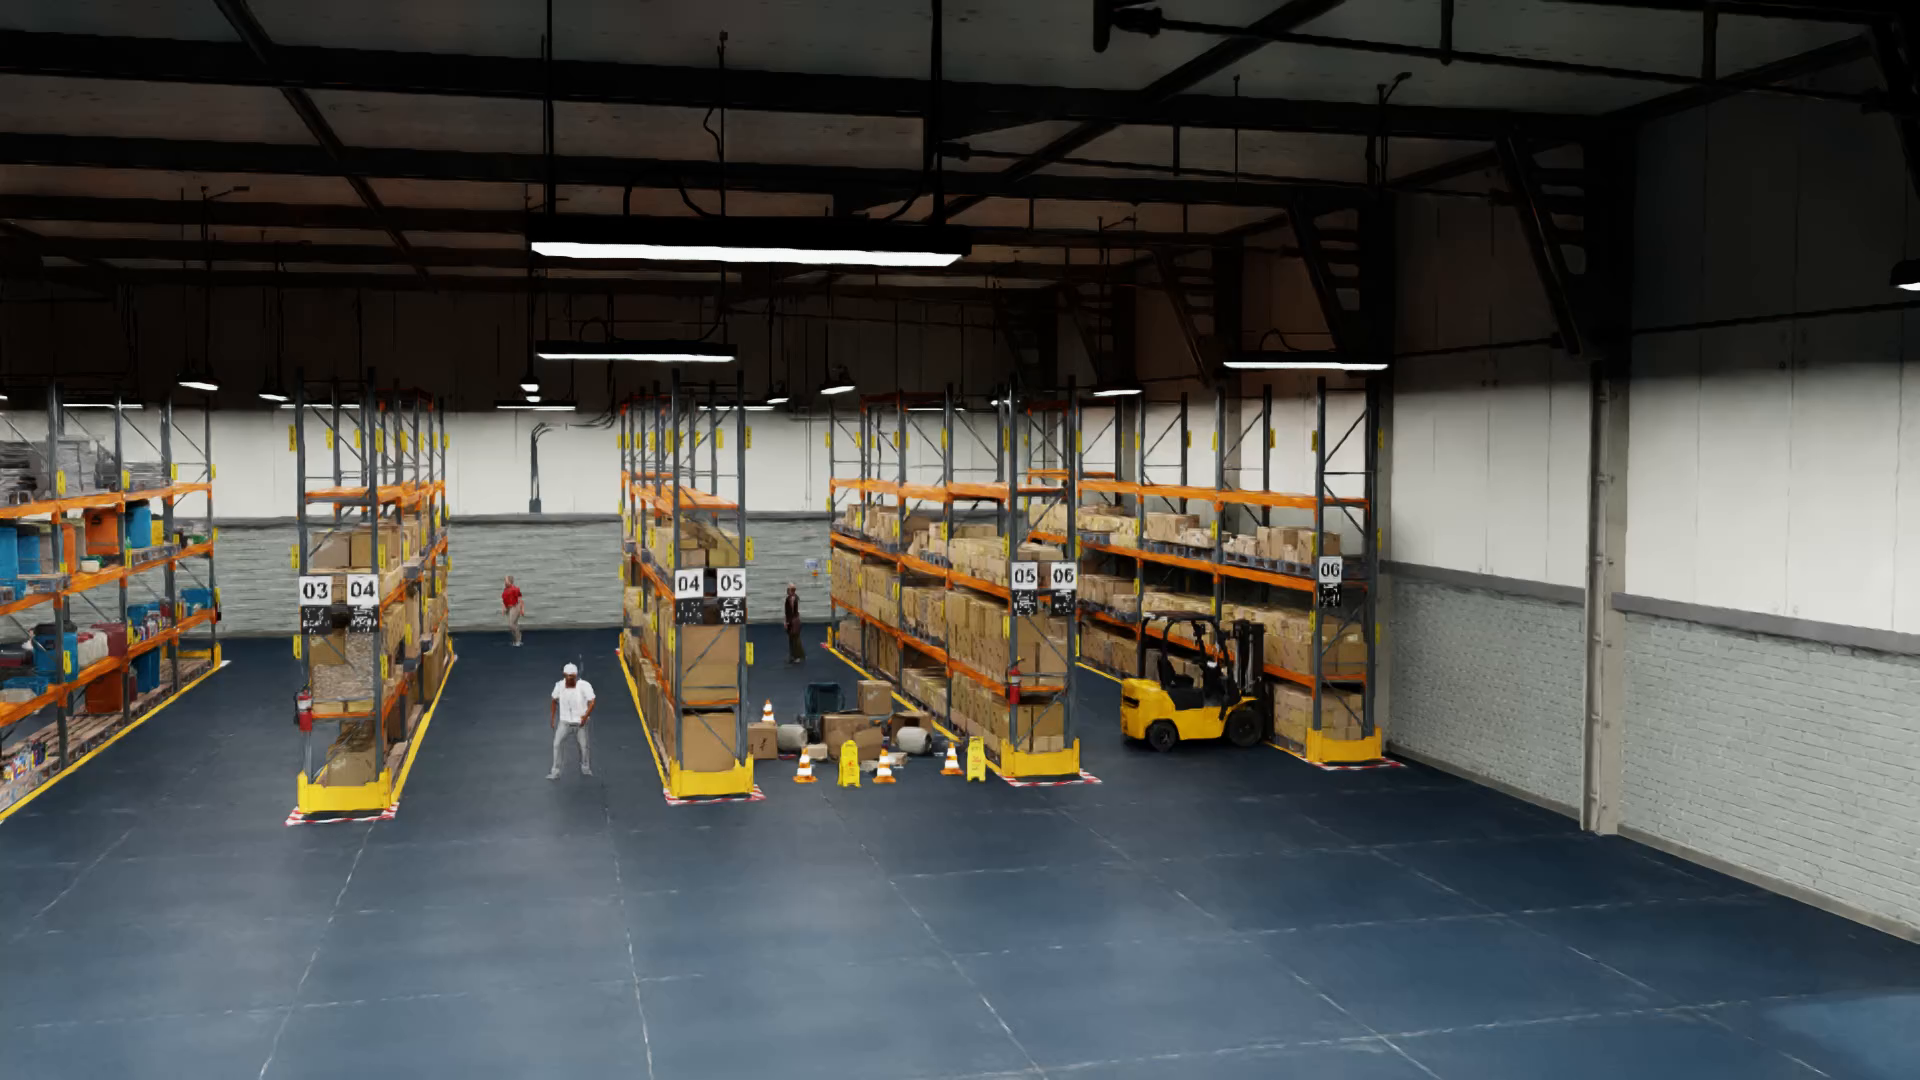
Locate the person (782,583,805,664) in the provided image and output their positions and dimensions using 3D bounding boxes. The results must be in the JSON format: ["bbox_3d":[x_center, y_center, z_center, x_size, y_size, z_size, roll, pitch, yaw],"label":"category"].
[{"bbox_3d":[-3.758,1.877,37.546,0.534,1.812,0.606,0,3,-3],"label":"person"}]

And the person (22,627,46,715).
[{"bbox_3d":[-16.944,2.373,30.459,0.446,1.590,1.110,-1,3,-11],"label":"person"}]

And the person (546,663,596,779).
[{"bbox_3d":[-5.754,2.668,24.703,0.707,1.715,0.744,0,3,-1],"label":"person"}]

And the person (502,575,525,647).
[{"bbox_3d":[-10.897,1.715,40.535,0.659,1.711,0.484,3,5,43],"label":"person"}]
